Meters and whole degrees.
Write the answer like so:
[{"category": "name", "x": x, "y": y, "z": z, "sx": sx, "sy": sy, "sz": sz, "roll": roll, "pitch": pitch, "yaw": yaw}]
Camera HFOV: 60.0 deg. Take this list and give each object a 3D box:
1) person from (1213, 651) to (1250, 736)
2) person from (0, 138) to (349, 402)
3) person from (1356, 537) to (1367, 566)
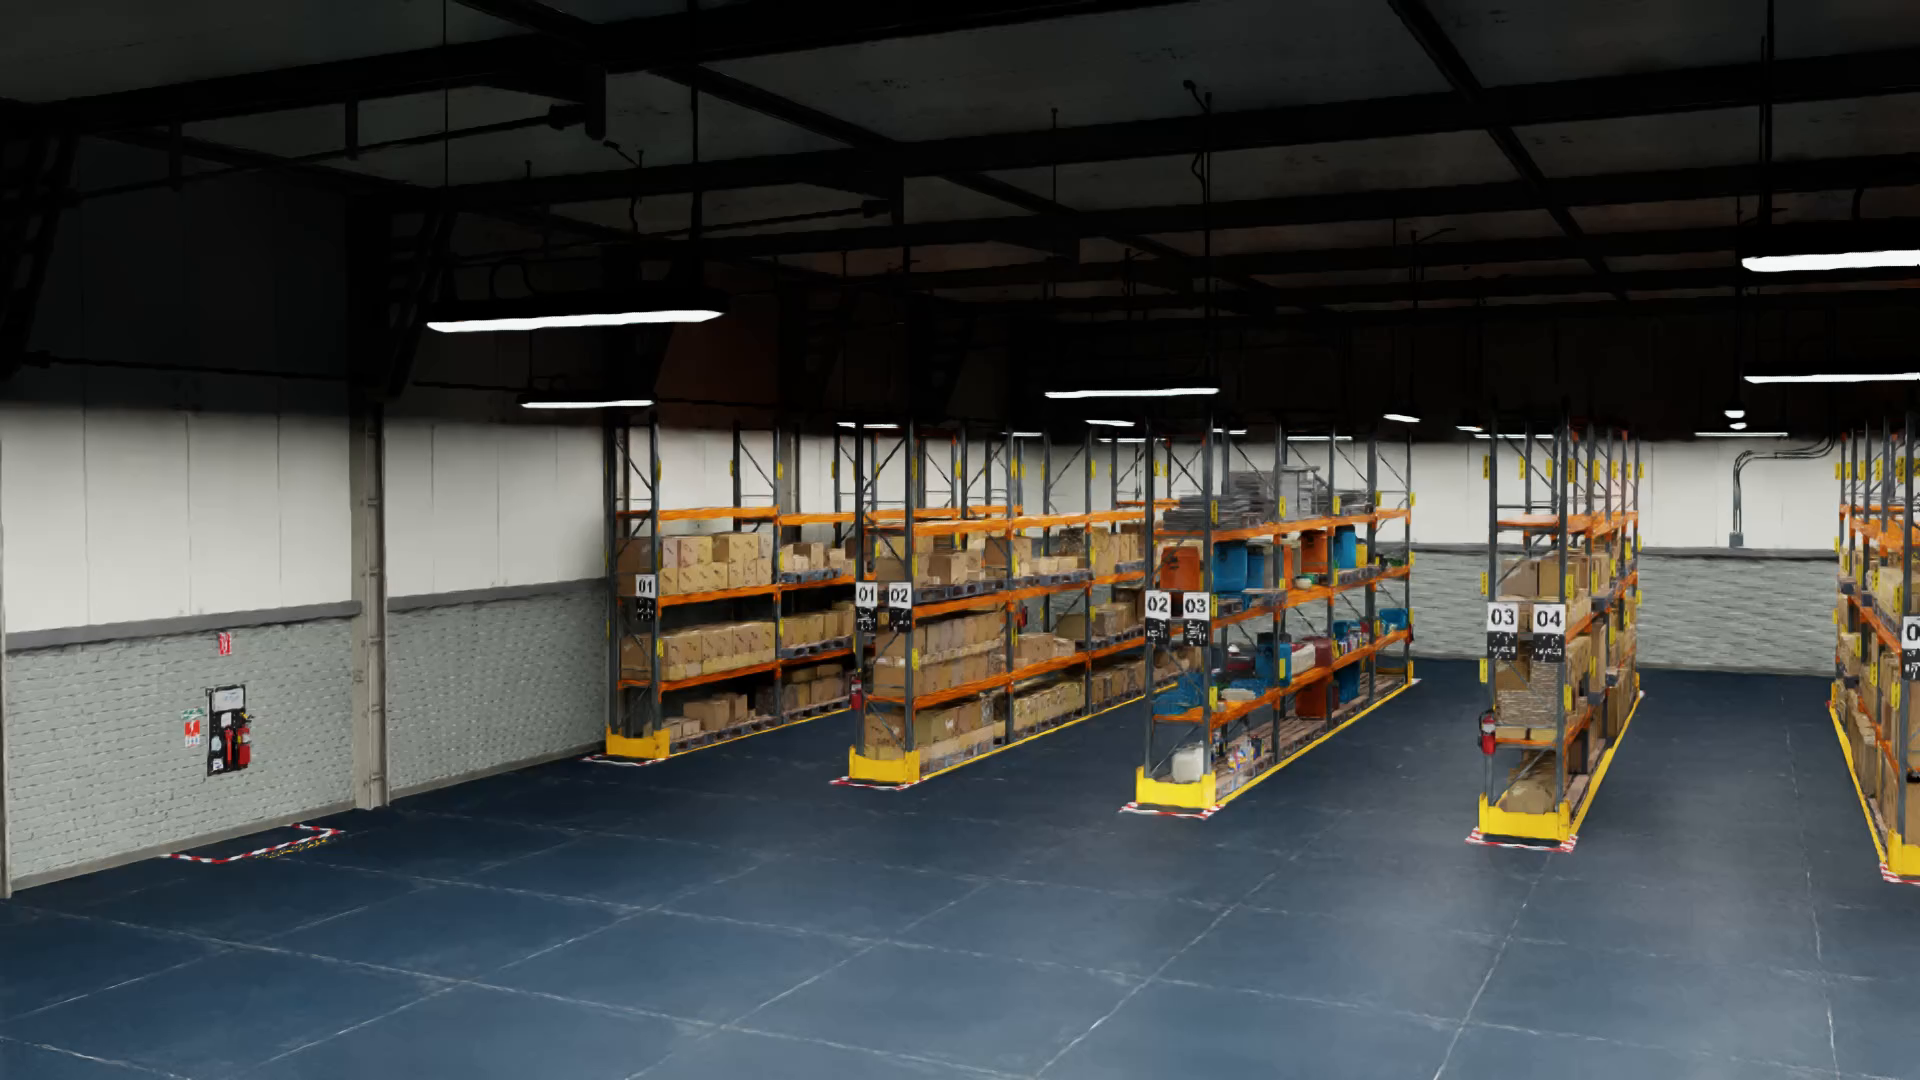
[{"category": "person", "x": 5.148, "y": 2.847, "z": 31.250, "sx": 0.538, "sy": 1.664, "sz": 1.032, "roll": 2, "pitch": 3, "yaw": 34}, {"category": "person", "x": 2.504, "y": -0.561, "z": 25.083, "sx": 29.725, "sy": 8.977, "sz": 11.903, "roll": -2, "pitch": 3, "yaw": -34}, {"category": "person", "x": 14.125, "y": 1.674, "z": 27.929, "sx": 3.121, "sy": 2.878, "sz": 18.803, "roll": -2, "pitch": 3, "yaw": -34}]
